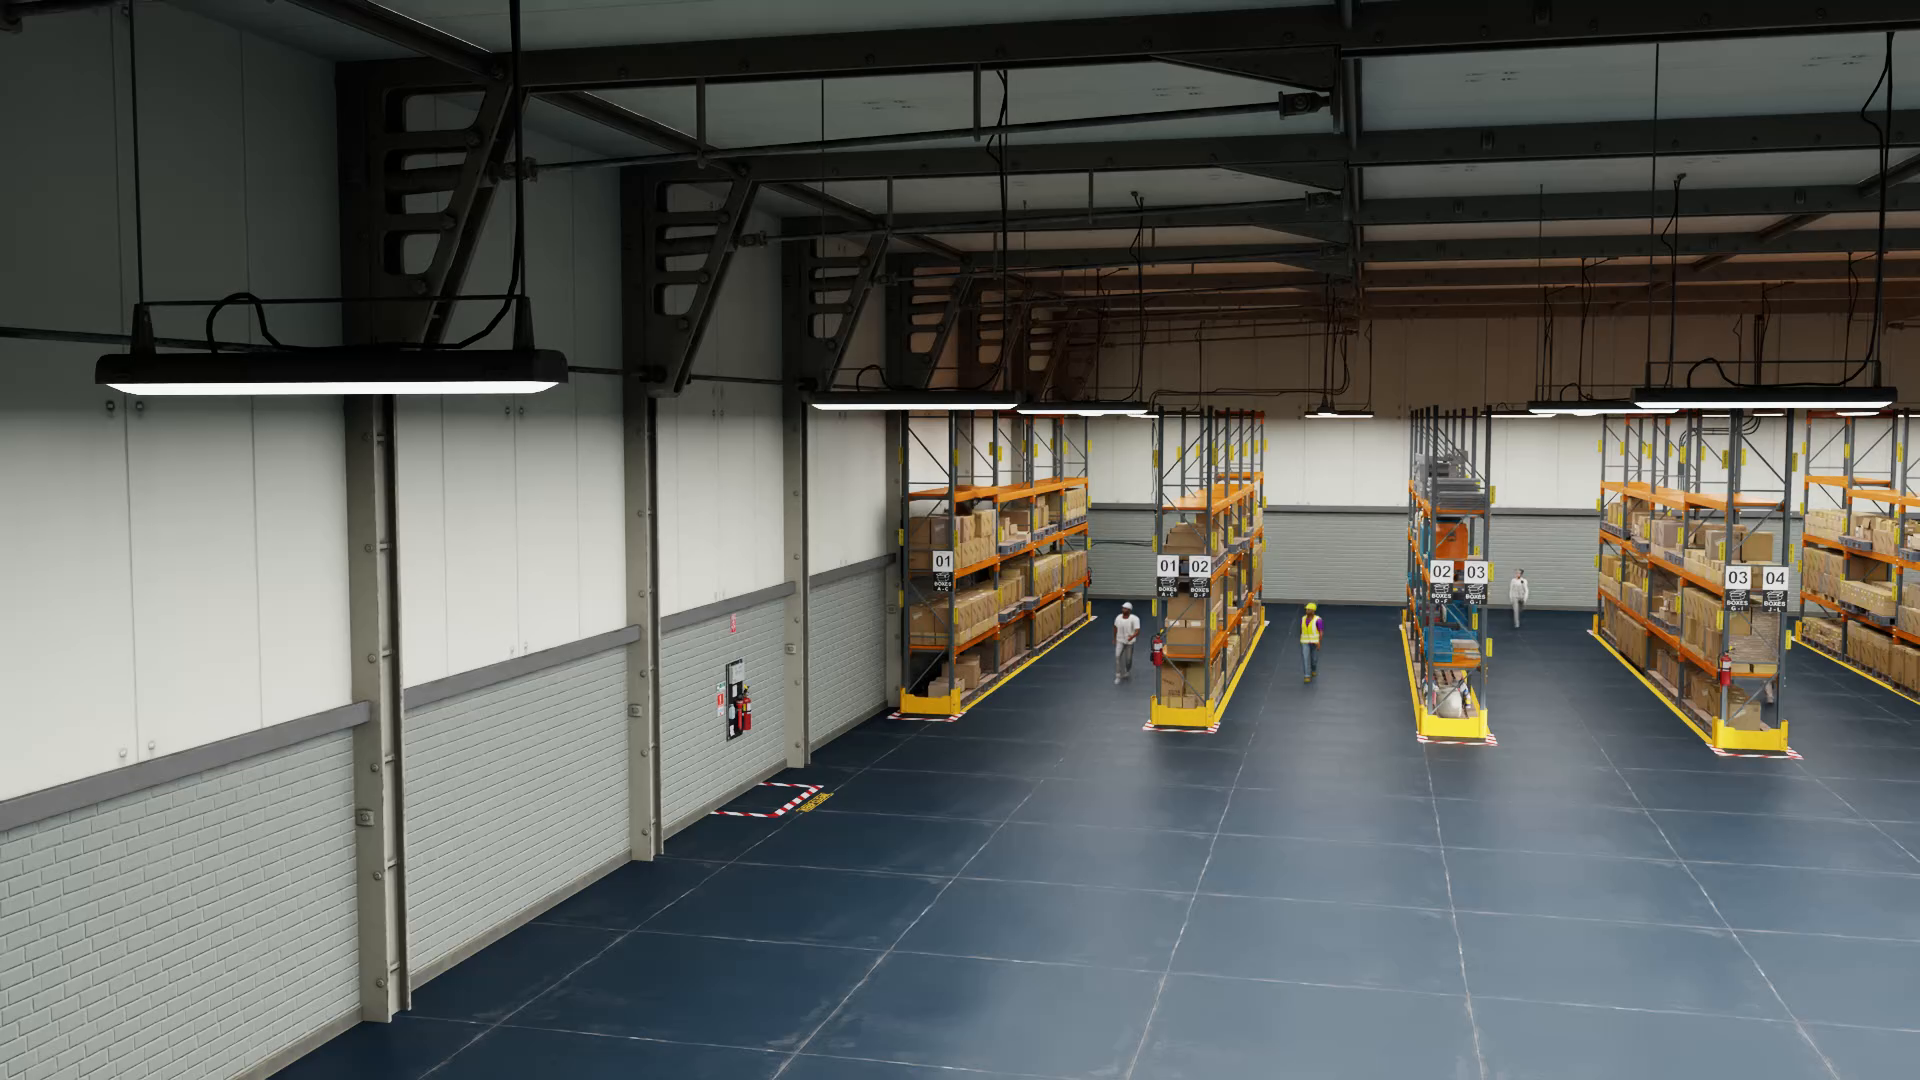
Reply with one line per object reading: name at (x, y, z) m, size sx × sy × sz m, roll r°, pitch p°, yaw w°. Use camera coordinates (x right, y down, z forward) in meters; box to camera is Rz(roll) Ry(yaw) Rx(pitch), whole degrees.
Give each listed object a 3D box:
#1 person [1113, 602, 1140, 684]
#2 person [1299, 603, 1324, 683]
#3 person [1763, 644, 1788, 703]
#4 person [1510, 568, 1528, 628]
person at (3.648, 2.247, 36.599) m, size 0.620 × 1.741 × 1.003 m, roll 1°, pitch 4°, yaw 14°
person at (7.715, 2.252, 36.500) m, size 0.512 × 1.725 × 1.080 m, roll 1°, pitch 4°, yaw 9°
person at (16.495, 2.454, 33.733) m, size 0.477 × 1.674 × 1.038 m, roll 1°, pitch 4°, yaw 11°
person at (15.479, 1.598, 46.060) m, size 0.445 × 1.629 × 1.041 m, roll 0°, pitch 4°, yaw 1°
